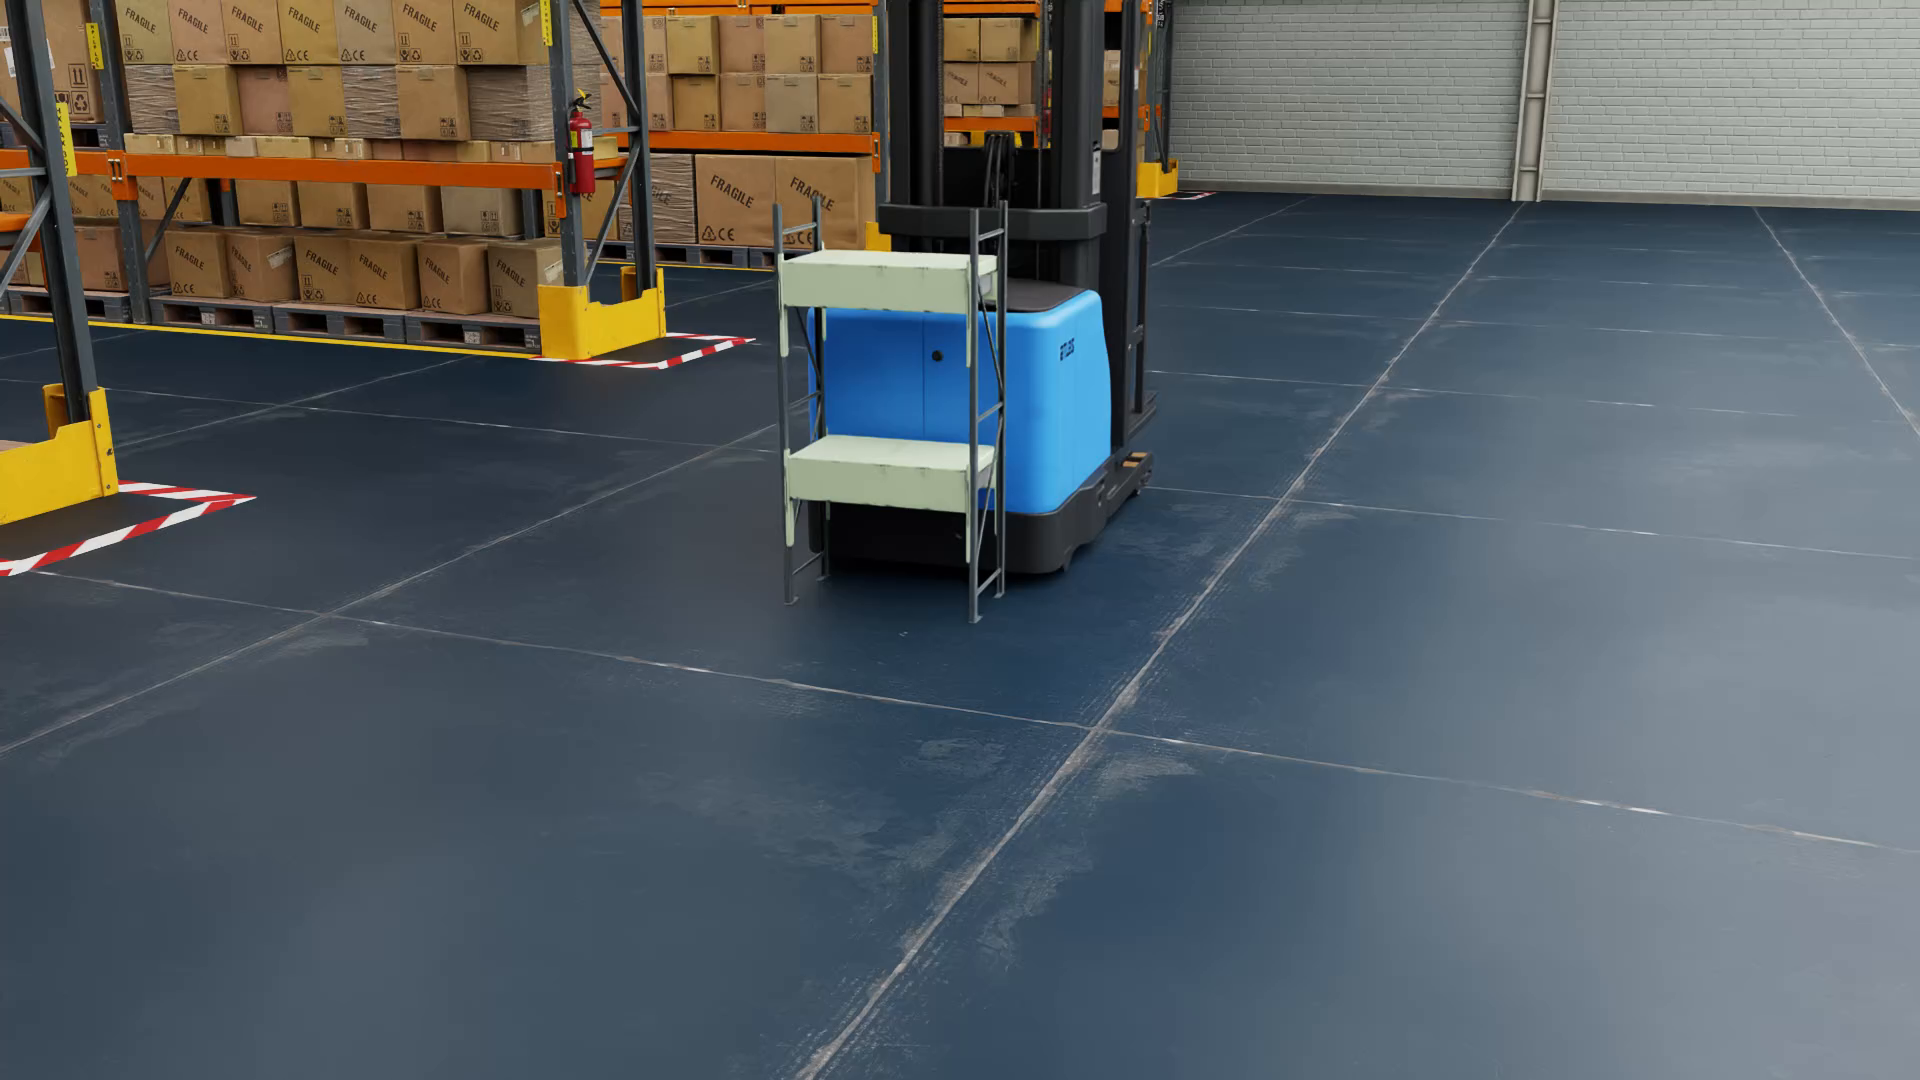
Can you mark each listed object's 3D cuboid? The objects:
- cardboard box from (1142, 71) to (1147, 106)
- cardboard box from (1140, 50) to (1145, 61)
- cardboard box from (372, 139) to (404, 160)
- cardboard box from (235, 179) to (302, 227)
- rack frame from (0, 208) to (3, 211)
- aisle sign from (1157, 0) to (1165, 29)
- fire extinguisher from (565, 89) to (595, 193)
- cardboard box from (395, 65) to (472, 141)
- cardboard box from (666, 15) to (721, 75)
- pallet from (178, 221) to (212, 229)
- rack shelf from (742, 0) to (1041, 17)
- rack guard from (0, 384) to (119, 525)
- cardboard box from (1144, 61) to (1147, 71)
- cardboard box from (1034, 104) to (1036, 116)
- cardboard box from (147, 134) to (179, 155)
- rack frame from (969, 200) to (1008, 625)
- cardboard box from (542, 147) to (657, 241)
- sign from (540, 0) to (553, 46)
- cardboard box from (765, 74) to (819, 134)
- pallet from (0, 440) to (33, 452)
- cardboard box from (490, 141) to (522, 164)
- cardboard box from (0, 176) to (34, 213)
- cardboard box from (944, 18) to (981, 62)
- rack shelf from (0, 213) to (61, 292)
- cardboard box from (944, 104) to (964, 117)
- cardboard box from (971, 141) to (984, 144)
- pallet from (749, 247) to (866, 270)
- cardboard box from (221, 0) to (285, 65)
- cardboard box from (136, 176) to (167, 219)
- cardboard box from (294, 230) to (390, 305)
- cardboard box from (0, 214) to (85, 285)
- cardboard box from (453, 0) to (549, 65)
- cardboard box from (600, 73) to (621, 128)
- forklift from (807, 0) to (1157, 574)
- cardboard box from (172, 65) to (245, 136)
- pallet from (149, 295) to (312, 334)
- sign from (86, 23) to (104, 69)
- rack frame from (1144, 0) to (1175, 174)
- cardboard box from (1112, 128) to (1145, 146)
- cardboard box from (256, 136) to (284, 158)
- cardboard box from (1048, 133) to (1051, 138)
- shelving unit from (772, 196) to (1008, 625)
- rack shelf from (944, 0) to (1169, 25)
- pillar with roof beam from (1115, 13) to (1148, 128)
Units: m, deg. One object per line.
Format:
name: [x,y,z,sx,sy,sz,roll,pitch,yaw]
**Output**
cardboard box: [2.615,-6.862,25.250,0.500,0.500,0.500,7,18,22]
cardboard box: [2.564,-7.175,24.634,0.250,0.149,0.380,6,17,21]
cardboard box: [-3.990,-2.812,11.929,0.250,0.149,0.380,6,17,21]
cardboard box: [-7.474,-3.963,18.727,0.750,0.750,1.050,6,17,20]
rack frame: [-11.729,-5.337,20.176,0.127,3.000,1.000,6,17,21]
aisle sign: [2.927,-7.857,24.194,0.004,0.787,0.394,6,17,21]
fire extinguisher: [-2.542,-2.665,11.111,0.183,0.674,0.296,6,17,21]
cardboard box: [-3.491,-3.107,11.784,0.500,0.500,0.875,6,17,21]
cardboard box: [-2.454,-4.893,16.442,0.500,0.550,0.875,6,17,21]
pallet: [-8.734,-3.669,19.432,1.213,0.211,1.003,6,17,21]
rack shelf: [-0.704,-6.703,20.793,4.000,0.370,1.077,6,17,21]
rack guard: [-4.385,-0.344,7.461,0.348,0.500,1.175,6,17,21]
cardboard box: [2.754,-7.153,25.088,0.250,0.149,0.380,6,17,19]
cardboard box: [0.916,-5.371,20.745,0.250,0.149,0.380,6,17,21]
cardboard box: [-5.883,-2.993,12.553,0.250,0.149,0.380,6,17,21]
rack frame: [0.103,-0.461,6.072,0.023,1.500,0.400,5,17,17]
cardboard box: [-3.728,-3.617,17.311,0.875,0.875,0.875,7,17,21]
sign: [-2.702,-3.399,10.858,0.005,0.325,0.100,6,17,21]
cardboard box: [-1.447,-4.258,16.192,0.550,0.550,0.875,6,17,21]
pallet: [-5.139,-0.290,7.792,1.213,0.211,1.003,6,17,21]
cardboard box: [-3.053,-2.714,11.592,0.250,0.149,0.380,6,17,21]
cardboard box: [-11.139,-4.194,19.969,0.500,0.500,0.500,7,18,23]
cardboard box: [0.133,-6.124,20.381,0.500,0.500,0.700,6,17,21]
rack shelf: [-6.158,-1.408,7.933,4.000,0.370,1.077,6,17,21]
cardboard box: [-0.028,-5.313,20.545,0.250,0.149,0.380,7,17,22]
cardboard box: [-0.003,-4.854,21.346,0.500,0.500,0.500,6,17,19]
pallet: [-1.338,-2.832,16.549,1.213,0.211,1.003,6,17,21]
cardboard box: [-4.945,-3.699,12.030,0.500,0.500,0.500,6,17,21]
cardboard box: [-9.198,-3.982,19.241,0.500,0.500,0.500,7,18,23]
cardboard box: [-4.701,-2.093,12.732,0.500,0.500,0.500,5,17,16]
cardboard box: [-7.722,-2.432,13.866,0.500,0.500,0.700,5,17,16]
cardboard box: [-3.082,-3.496,11.331,0.500,0.500,0.500,6,17,21]
cardboard box: [-3.419,-4.505,17.044,0.550,0.550,0.875,6,17,21]
forklift: [0.311,-1.645,7.582,1.130,2.935,3.031,5,17,17]
cardboard box: [-5.353,-3.311,12.485,0.500,0.500,0.875,6,17,21]
pallet: [-5.563,-1.844,13.146,1.213,0.211,1.003,6,17,21]
sign: [-6.401,-3.654,12.303,0.005,0.325,0.100,6,17,21]
rack frame: [2.974,-6.691,24.841,0.127,3.000,1.000,6,17,21]
cardboard box: [2.596,-6.151,25.365,0.500,0.250,0.500,6,17,20]
cardboard box: [-4.939,-2.900,12.234,0.250,0.149,0.380,6,17,21]
cardboard box: [1.481,-6.118,25.254,0.500,0.250,0.500,7,17,21]
shelving unit: [-0.246,-0.492,6.177,0.755,1.500,0.431,5,17,17]
rack shelf: [1.114,-7.991,25.228,4.000,0.370,1.077,6,17,21]
pillar with roof beam: [1.078,-8.761,21.210,0.400,9.000,9.100,6,17,21]
